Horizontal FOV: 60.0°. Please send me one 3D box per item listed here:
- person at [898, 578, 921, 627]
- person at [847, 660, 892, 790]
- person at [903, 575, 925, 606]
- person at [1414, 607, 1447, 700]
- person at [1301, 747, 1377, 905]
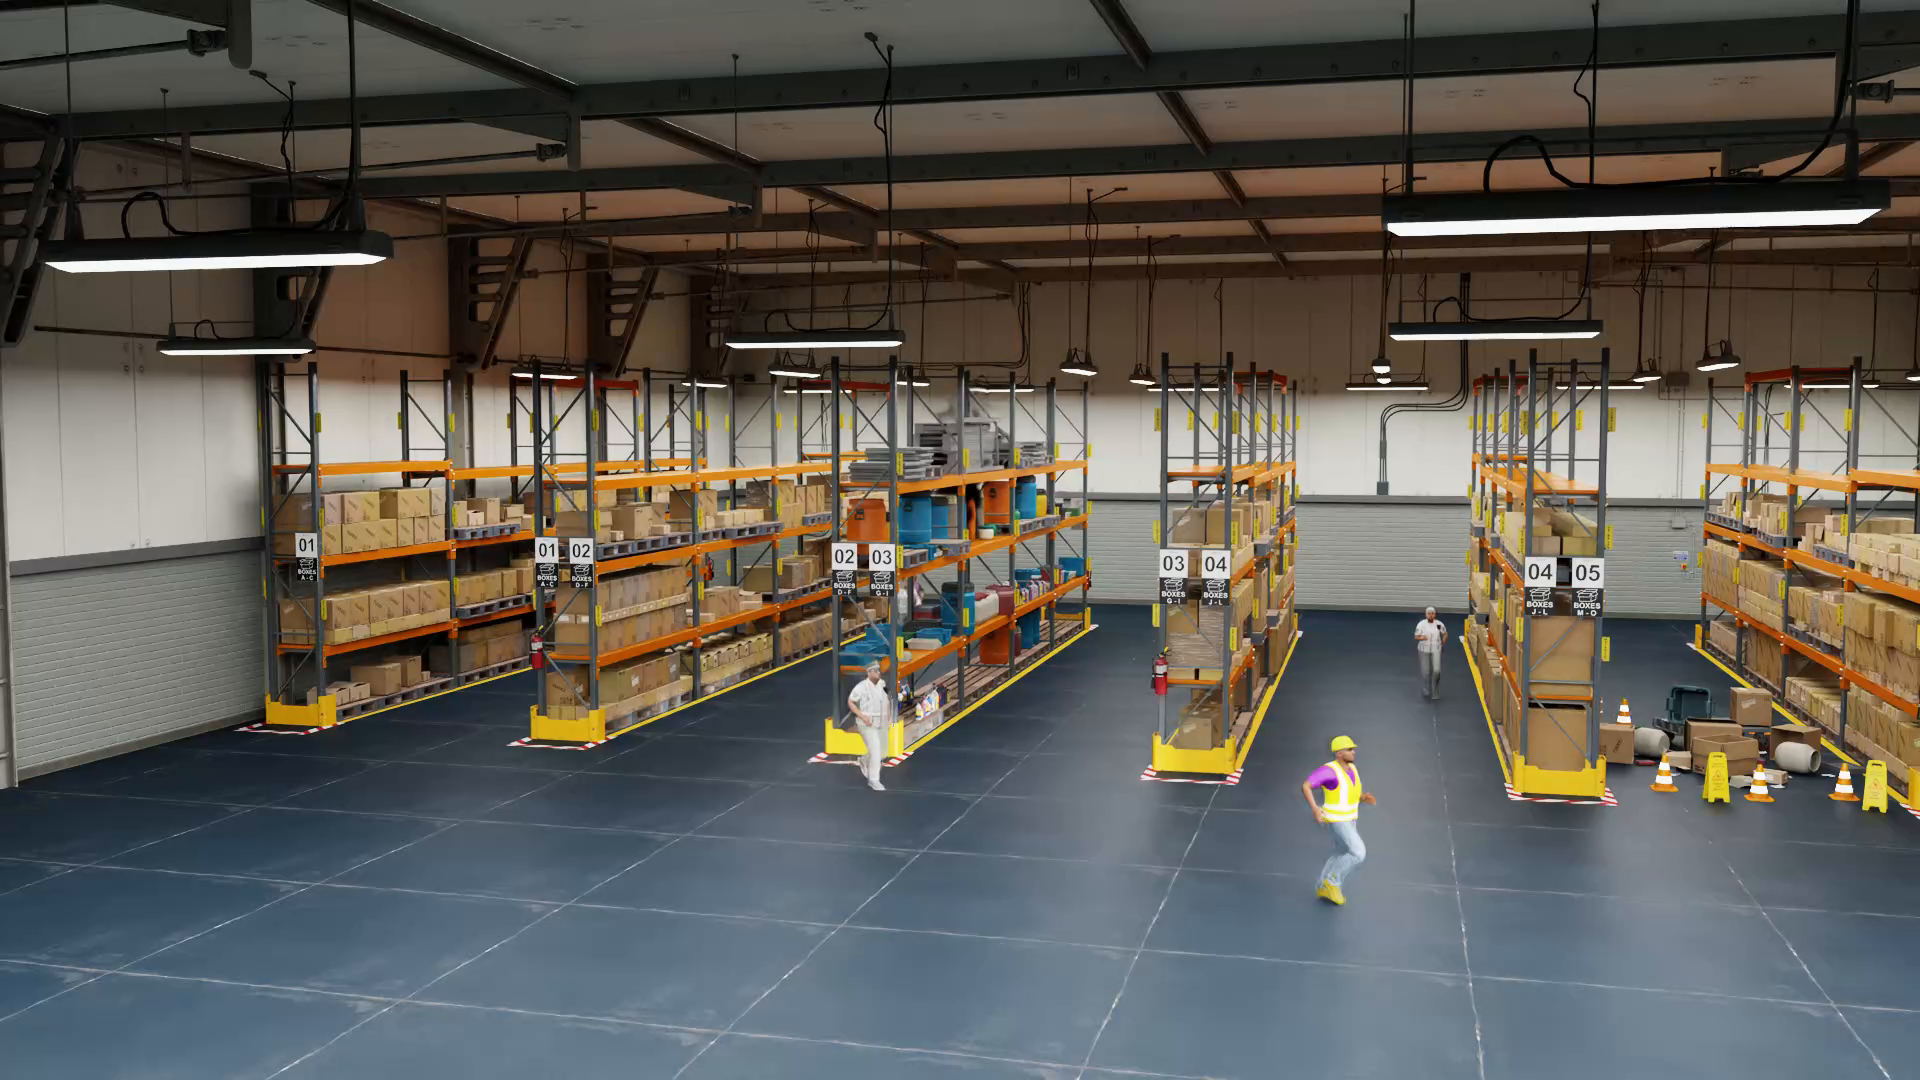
[{"bbox_3d":[-1.162,1.607,36.516,0.620,1.651,0.663,0,4,5],"label":"person"},{"bbox_3d":[-1.246,2.525,22.937,0.689,1.769,0.682,-4,6,-45],"label":"person"},{"bbox_3d":[-1.073,1.564,37.683,0.522,1.619,0.743,1,4,9],"label":"person"},{"bbox_3d":[8.535,2.071,30.147,0.583,1.690,0.660,1,4,13],"label":"person"},{"bbox_3d":[3.990,2.929,17.269,0.666,1.708,0.695,3,5,39],"label":"person"}]
